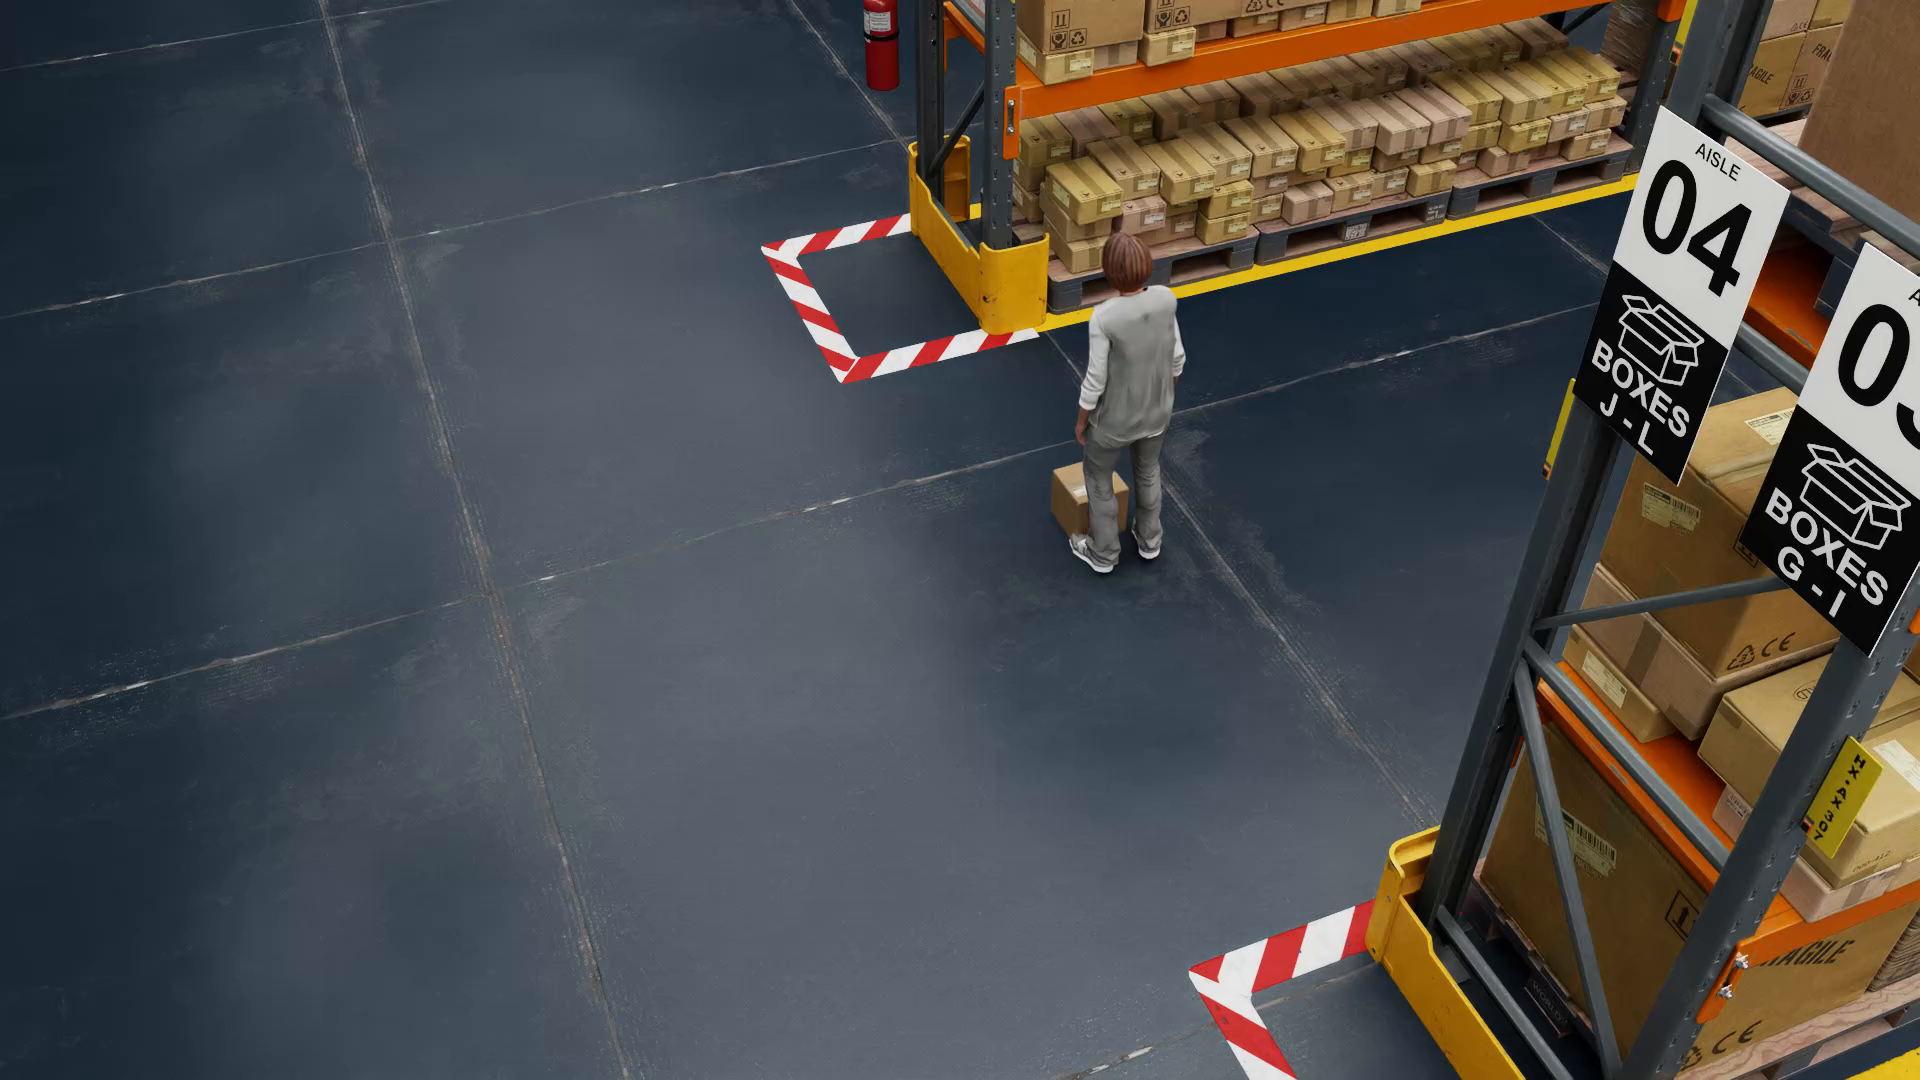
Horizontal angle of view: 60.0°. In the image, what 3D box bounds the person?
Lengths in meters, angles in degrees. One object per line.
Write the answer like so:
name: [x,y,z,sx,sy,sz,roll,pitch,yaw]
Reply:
person: [0.677,-0.518,6.739,0.471,1.590,0.348,-18,45,-18]
